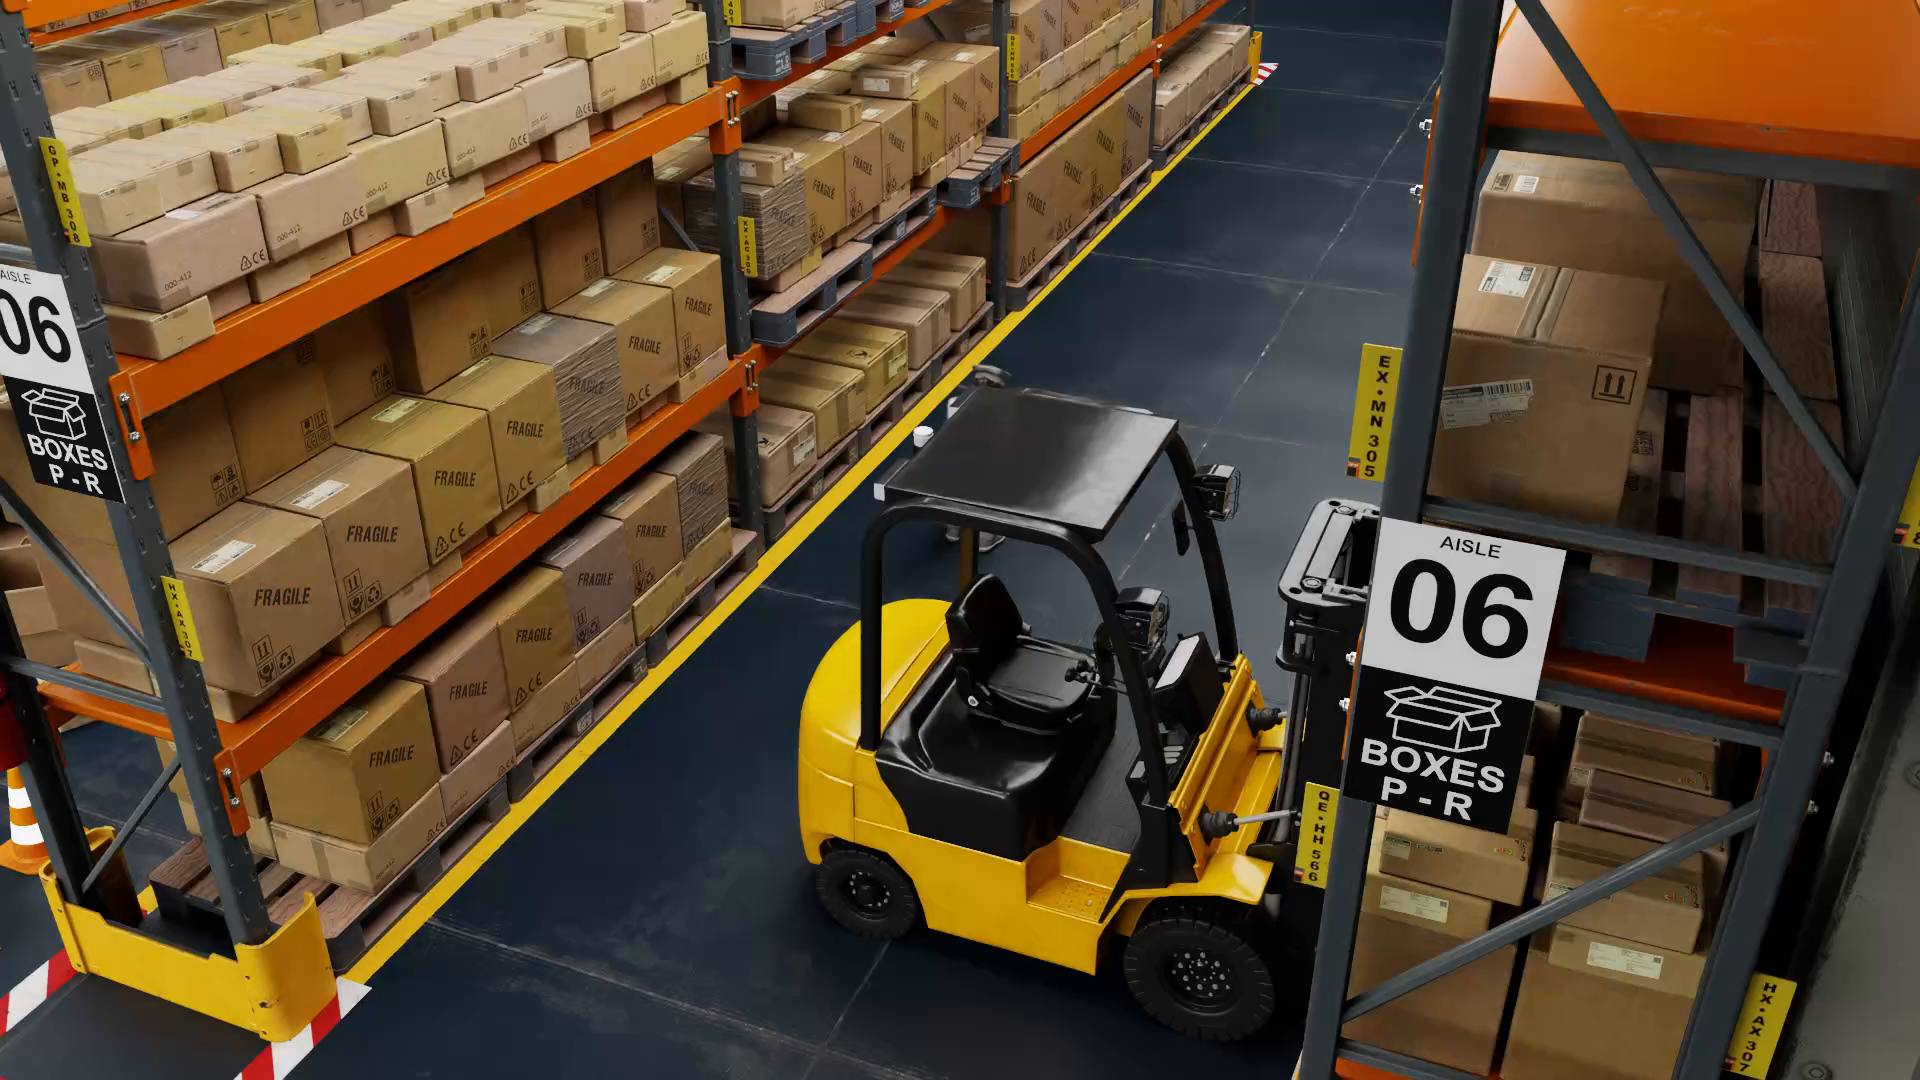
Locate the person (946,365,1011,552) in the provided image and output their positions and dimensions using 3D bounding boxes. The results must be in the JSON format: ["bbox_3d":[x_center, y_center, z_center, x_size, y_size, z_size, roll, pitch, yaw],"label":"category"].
[{"bbox_3d":[0.117,-0.489,9.939,0.459,0.985,0.859,11,31,18],"label":"person"}]
